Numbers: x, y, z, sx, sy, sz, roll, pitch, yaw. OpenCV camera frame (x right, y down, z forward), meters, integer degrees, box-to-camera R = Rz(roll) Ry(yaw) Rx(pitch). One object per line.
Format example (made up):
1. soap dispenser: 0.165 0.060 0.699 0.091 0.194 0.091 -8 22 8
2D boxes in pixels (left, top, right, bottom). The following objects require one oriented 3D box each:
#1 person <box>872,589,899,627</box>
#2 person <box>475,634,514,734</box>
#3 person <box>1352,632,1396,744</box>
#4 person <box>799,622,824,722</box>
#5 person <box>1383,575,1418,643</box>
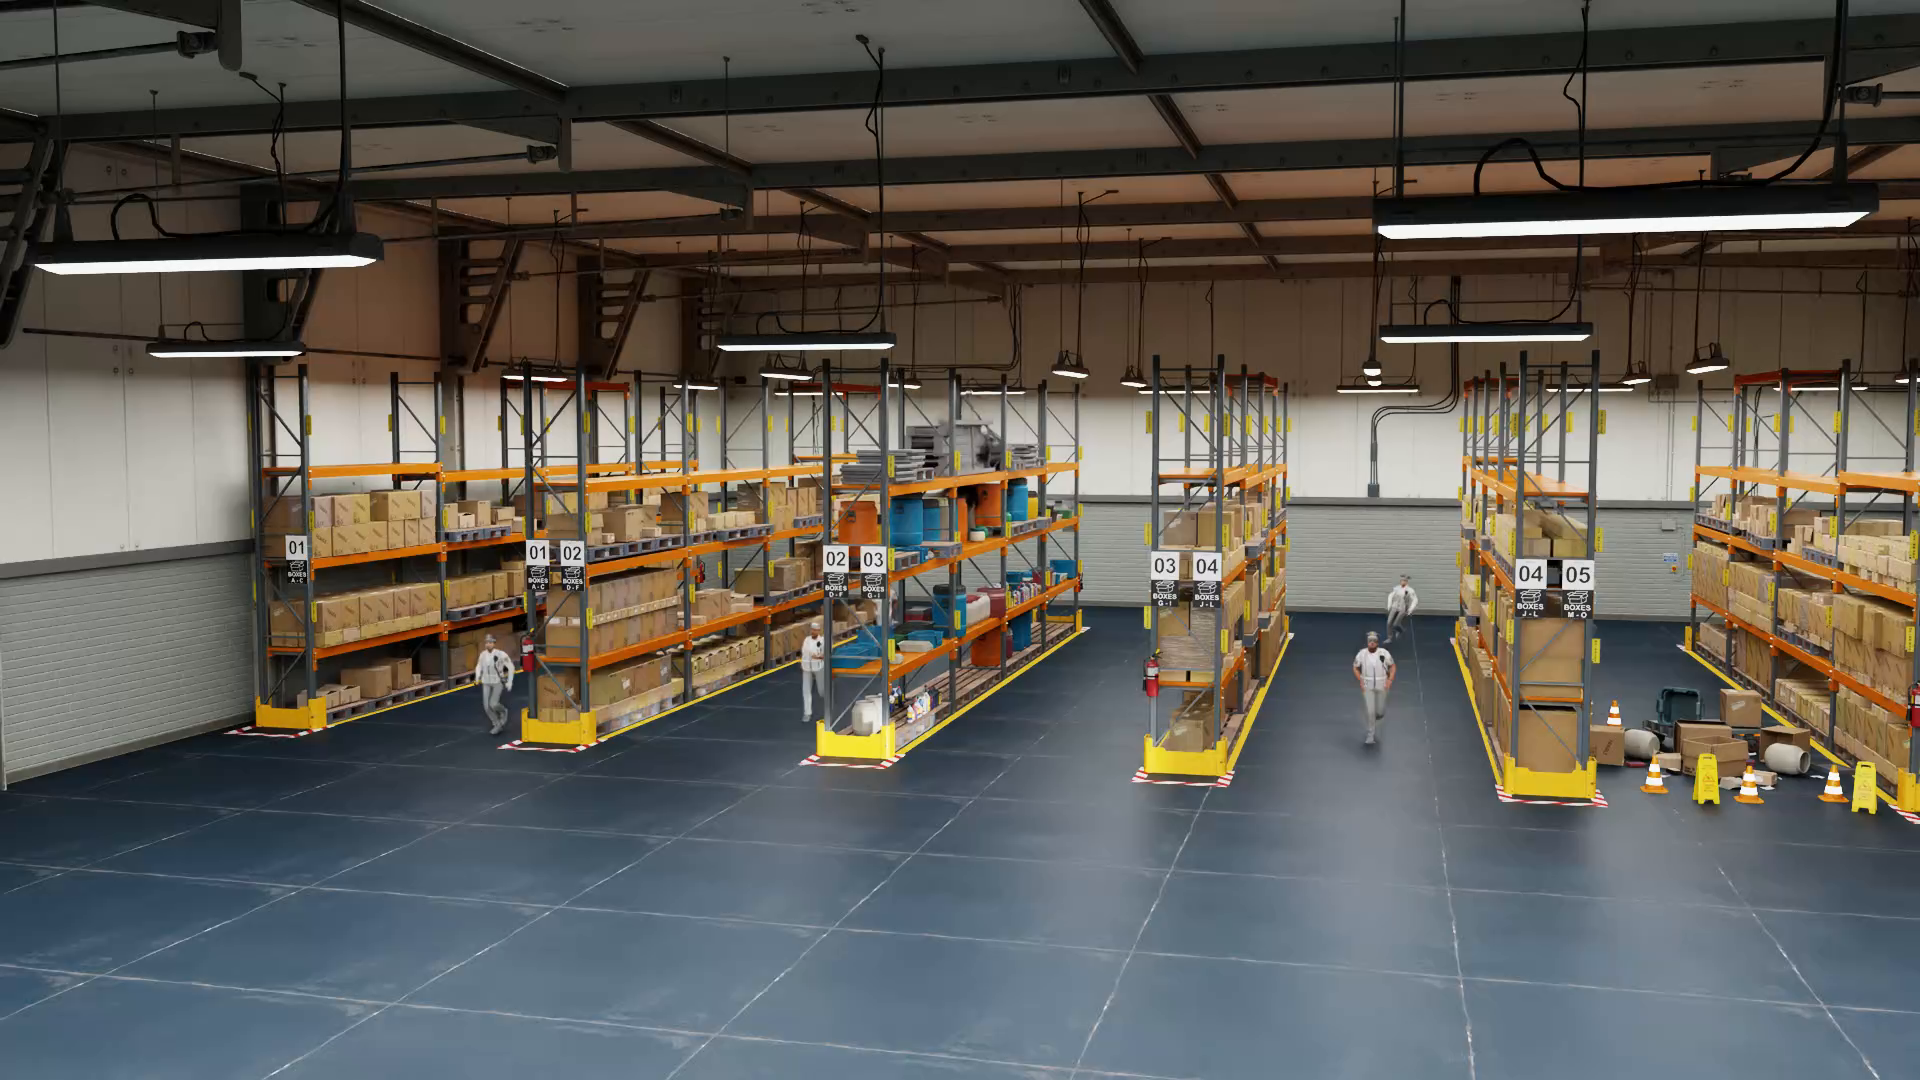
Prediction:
1. person: -1.606 1.598 35.304 0.562 1.671 0.586 0 4 5
2. person: -7.582 2.333 26.962 0.628 1.642 0.558 1 4 12
3. person: 6.571 2.317 26.413 0.665 1.770 0.673 1 4 11
4. person: -2.463 2.218 28.235 0.615 1.643 0.899 1 4 15
5. person: 10.143 1.586 38.170 0.697 1.600 0.491 3 5 40
